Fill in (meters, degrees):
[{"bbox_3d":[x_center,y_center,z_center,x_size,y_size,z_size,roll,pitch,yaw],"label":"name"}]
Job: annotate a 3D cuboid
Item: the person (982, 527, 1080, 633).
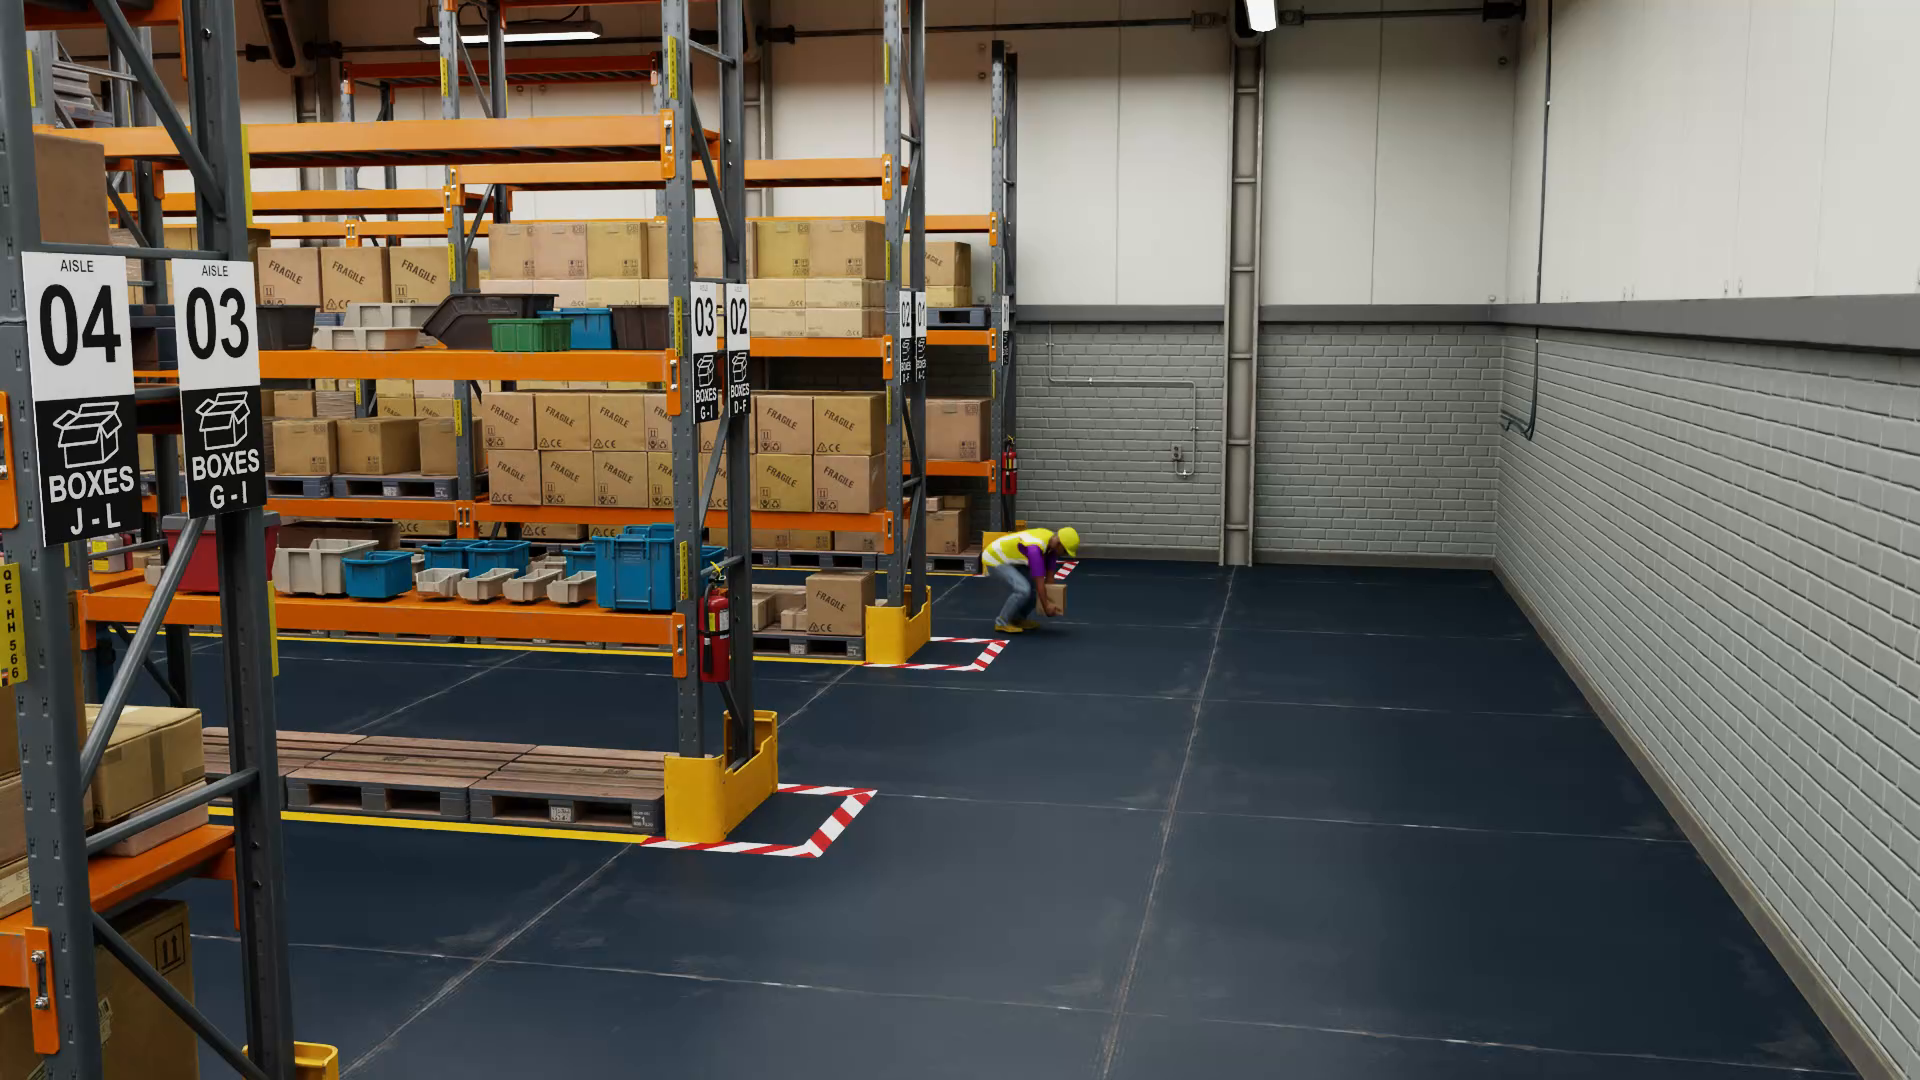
[{"bbox_3d":[0.684,0.365,15.803,0.951,1.025,0.539,4,9,29],"label":"person"}]
